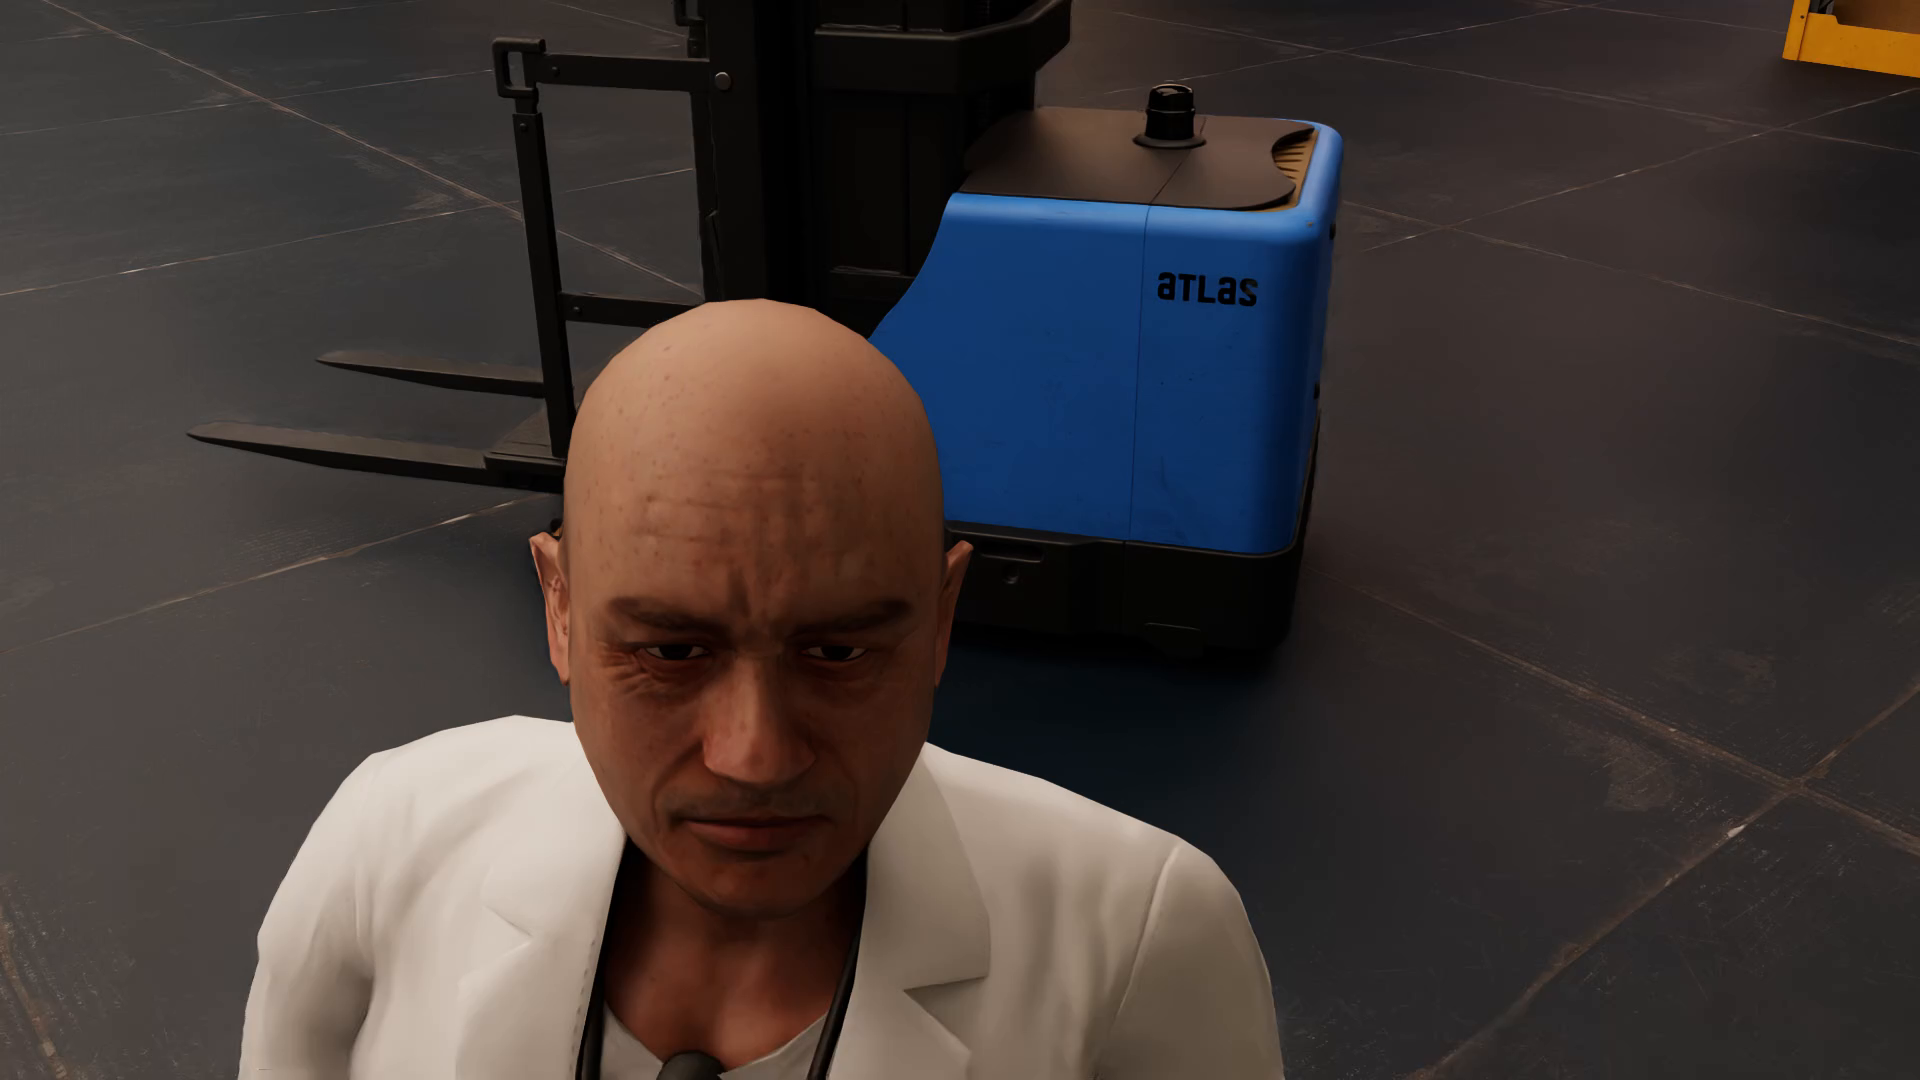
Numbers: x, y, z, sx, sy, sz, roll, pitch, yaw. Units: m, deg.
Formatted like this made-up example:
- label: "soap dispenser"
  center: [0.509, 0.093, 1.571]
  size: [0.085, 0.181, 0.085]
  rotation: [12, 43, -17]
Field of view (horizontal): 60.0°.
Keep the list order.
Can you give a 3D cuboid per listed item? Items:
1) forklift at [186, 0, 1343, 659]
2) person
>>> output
- label: "forklift"
  center: [-0.591, -1.381, 3.986]
  size: [3.031, 2.935, 1.130]
  rotation: [7, 27, 13]
- label: "person"
  center: [-0.135, 0.758, 0.990]
  size: [0.683, 1.793, 0.494]
  rotation: [2, 26, 4]
